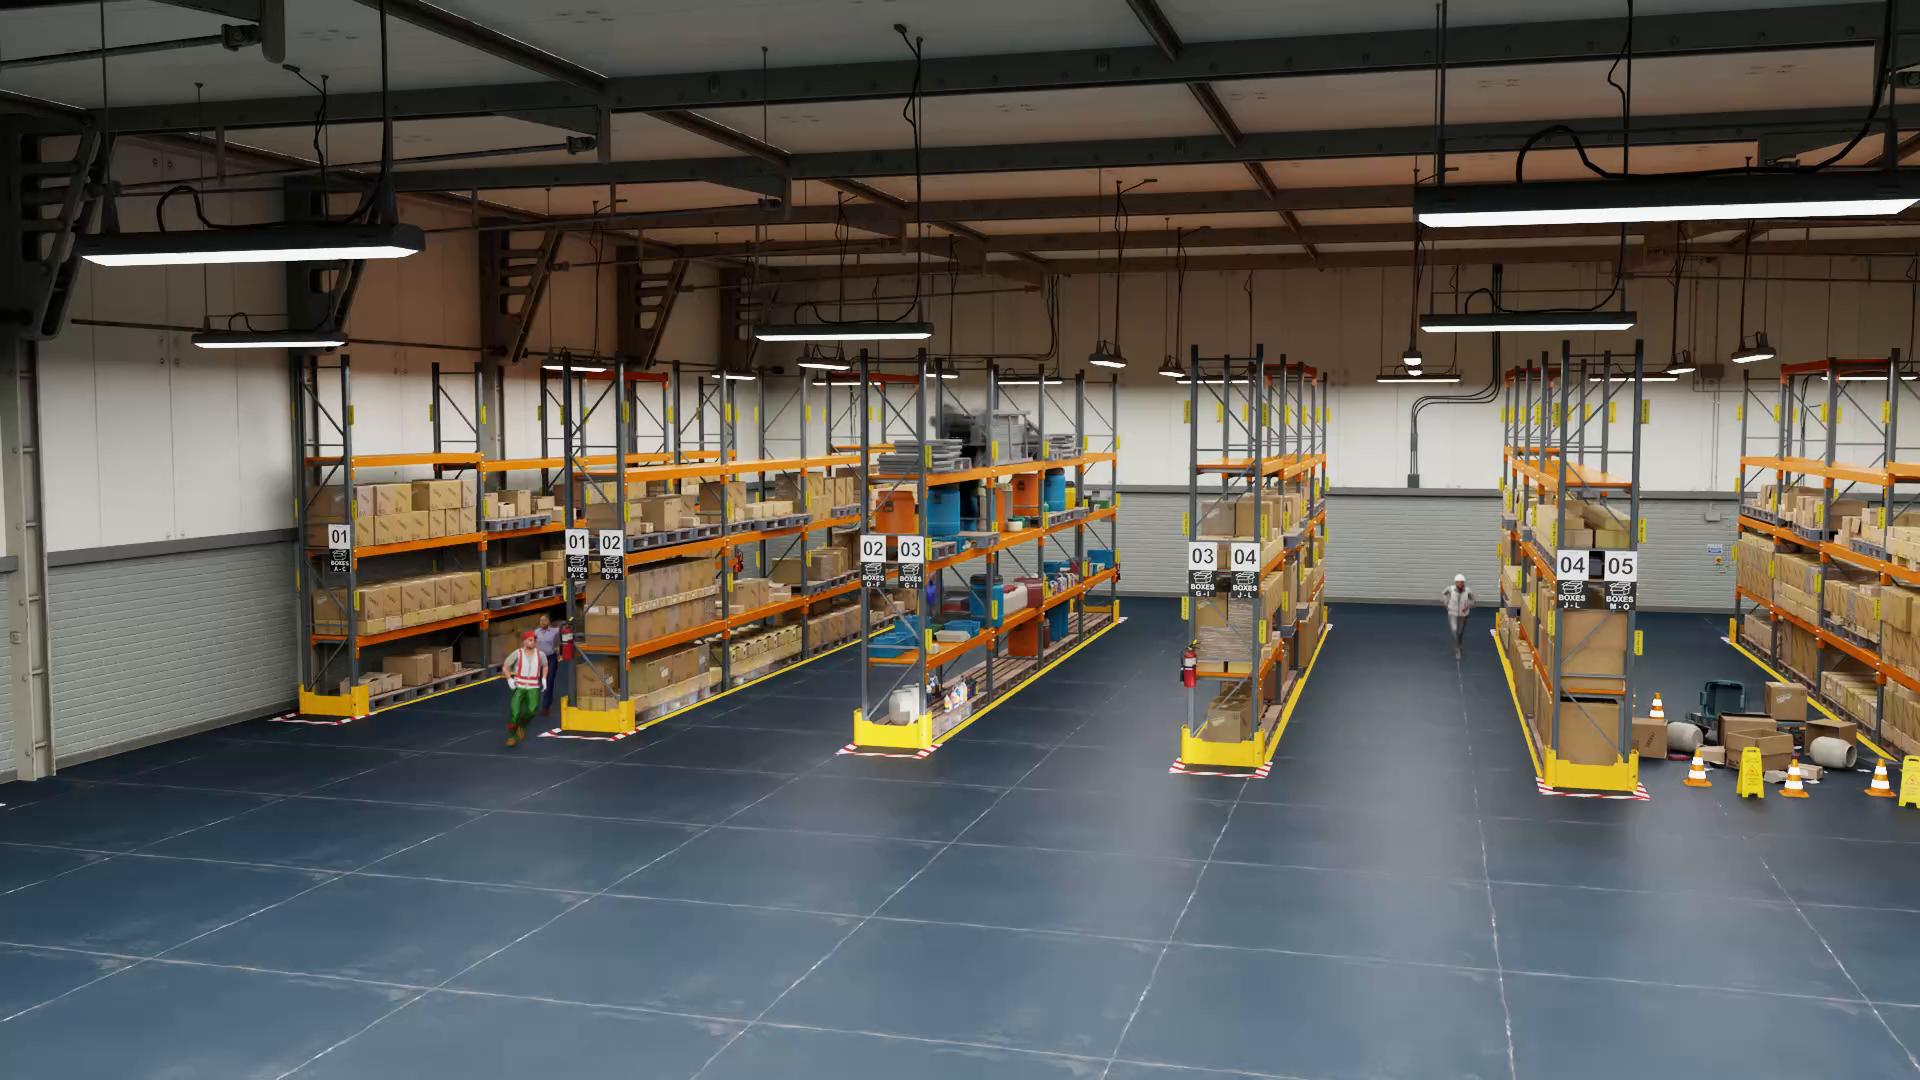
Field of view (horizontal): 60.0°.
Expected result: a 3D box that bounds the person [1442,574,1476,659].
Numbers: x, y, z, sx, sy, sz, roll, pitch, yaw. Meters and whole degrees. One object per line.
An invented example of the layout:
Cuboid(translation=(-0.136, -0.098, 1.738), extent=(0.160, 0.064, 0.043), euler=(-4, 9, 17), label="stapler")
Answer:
Cuboid(translation=(10.365, 1.571, 34.597), extent=(0.677, 1.781, 0.941), euler=(1, 4, 15), label="person")

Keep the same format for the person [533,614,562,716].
Cuboid(translation=(-6.977, 2.067, 28.039), extent=(0.606, 1.648, 0.924), euler=(0, 4, 3), label="person")

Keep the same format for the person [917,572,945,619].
Cuboid(translation=(-0.638, 1.500, 36.012), extent=(0.598, 1.611, 0.529), euler=(0, 4, 5), label="person")

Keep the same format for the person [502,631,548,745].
Cuboid(translation=(-6.571, 2.245, 25.251), extent=(0.718, 1.720, 0.525), euler=(-2, 5, -24), label="person")
